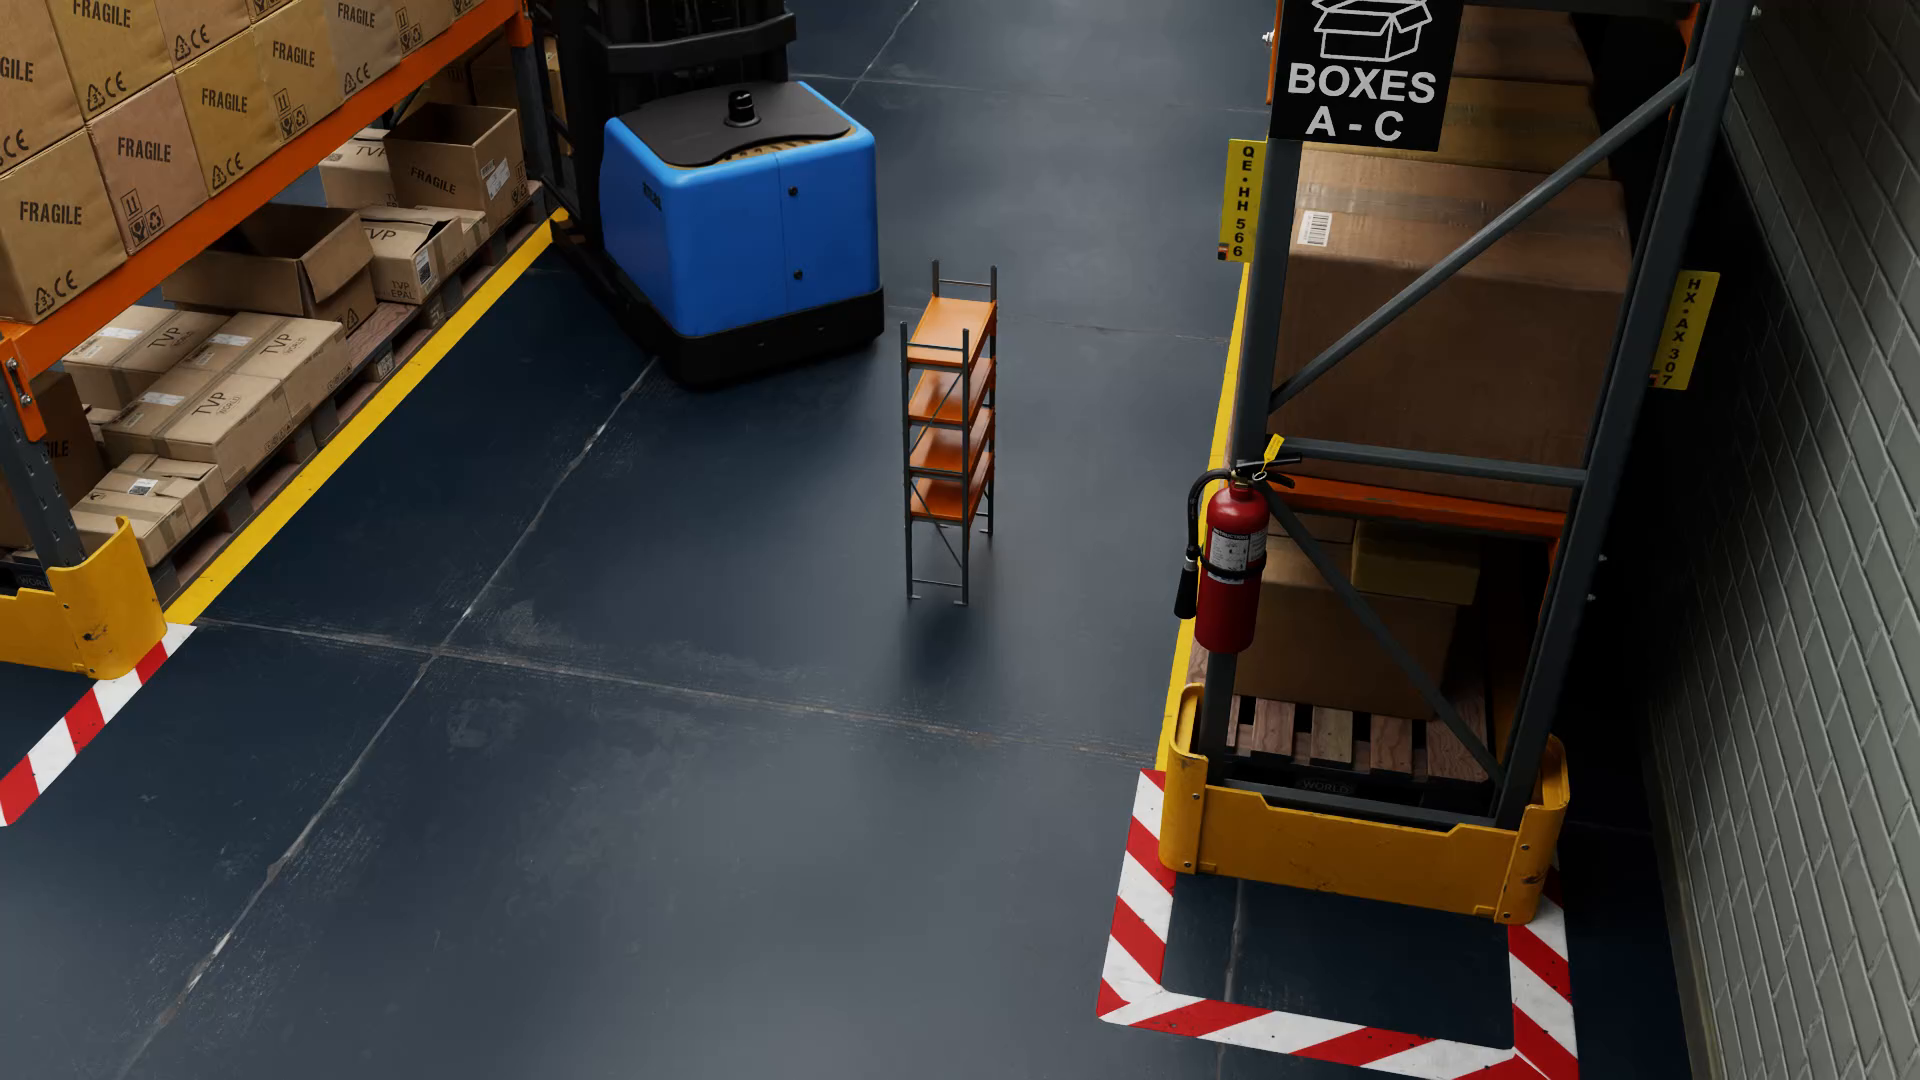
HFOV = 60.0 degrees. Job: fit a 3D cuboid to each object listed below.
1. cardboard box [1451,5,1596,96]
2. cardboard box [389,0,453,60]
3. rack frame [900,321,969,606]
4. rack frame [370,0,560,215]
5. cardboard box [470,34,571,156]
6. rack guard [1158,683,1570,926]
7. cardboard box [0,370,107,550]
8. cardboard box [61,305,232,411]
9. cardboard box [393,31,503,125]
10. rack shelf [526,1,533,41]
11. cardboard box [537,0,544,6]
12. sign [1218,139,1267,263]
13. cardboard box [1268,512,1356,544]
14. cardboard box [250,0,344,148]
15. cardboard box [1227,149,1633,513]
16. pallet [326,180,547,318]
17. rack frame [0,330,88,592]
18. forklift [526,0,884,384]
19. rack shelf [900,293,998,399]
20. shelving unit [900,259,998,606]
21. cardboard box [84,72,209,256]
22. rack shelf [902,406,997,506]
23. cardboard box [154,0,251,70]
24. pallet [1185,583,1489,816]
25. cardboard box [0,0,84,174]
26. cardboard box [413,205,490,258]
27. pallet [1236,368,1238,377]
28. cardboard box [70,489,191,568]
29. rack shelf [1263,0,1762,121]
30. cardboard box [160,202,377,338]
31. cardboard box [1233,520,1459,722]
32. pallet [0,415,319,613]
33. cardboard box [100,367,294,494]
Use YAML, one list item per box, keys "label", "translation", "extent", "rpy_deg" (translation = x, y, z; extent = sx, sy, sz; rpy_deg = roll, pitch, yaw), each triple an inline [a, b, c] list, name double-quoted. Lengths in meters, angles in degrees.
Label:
- label: "cardboard box"
  translation: [1.654, -1.476, 5.975]
  extent: [0.980, 0.700, 0.700]
  rpy_deg: [6, 36, 8]
- label: "cardboard box"
  translation: [-2.712, -2.544, 7.619]
  extent: [0.500, 0.500, 0.500]
  rpy_deg: [8, 37, 11]
- label: "rack frame"
  translation: [-0.087, -0.251, 6.074]
  extent: [0.240, 1.200, 0.015]
  rpy_deg: [7, 37, 10]
- label: "rack frame"
  translation: [-2.747, -3.118, 8.497]
  extent: [1.000, 3.000, 0.127]
  rpy_deg: [7, 37, 10]
- label: "cardboard box"
  translation: [-2.406, -2.531, 9.441]
  extent: [0.500, 0.500, 0.500]
  rpy_deg: [6, 36, 8]
- label: "rack guard"
  translation: [1.233, 0.820, 5.193]
  extent: [1.175, 0.500, 0.348]
  rpy_deg: [7, 37, 10]
- label: "cardboard box"
  translation: [-3.726, -0.334, 6.410]
  extent: [0.500, 0.500, 0.500]
  rpy_deg: [7, 37, 10]
- label: "cardboard box"
  translation: [-3.494, -0.773, 7.229]
  extent: [0.500, 0.250, 0.500]
  rpy_deg: [7, 37, 10]
- label: "cardboard box"
  translation: [-2.922, -2.603, 9.541]
  extent: [0.500, 0.500, 0.500]
  rpy_deg: [7, 37, 10]
- label: "rack shelf"
  translation: [-2.320, -3.974, 10.290]
  extent: [1.077, 0.370, 4.000]
  rpy_deg: [7, 37, 10]
- label: "cardboard box"
  translation: [-2.701, -3.173, 10.327]
  extent: [0.500, 0.500, 0.500]
  rpy_deg: [8, 37, 11]
- label: "sign"
  translation: [0.711, -0.847, 4.174]
  extent: [0.100, 0.325, 0.005]
  rpy_deg: [7, 37, 10]
- label: "cardboard box"
  translation: [1.140, -0.137, 5.603]
  extent: [0.380, 0.149, 0.250]
  rpy_deg: [7, 37, 9]
- label: "cardboard box"
  translation: [-2.926, -1.957, 6.809]
  extent: [0.500, 0.500, 0.500]
  rpy_deg: [8, 37, 11]
- label: "cardboard box"
  translation: [1.338, -0.621, 4.796]
  extent: [0.980, 0.700, 0.700]
  rpy_deg: [9, 37, 12]
- label: "pallet"
  translation: [-2.895, -1.596, 8.772]
  extent: [1.003, 0.211, 1.213]
  rpy_deg: [7, 37, 10]
- label: "rack frame"
  translation: [-3.602, -0.825, 5.332]
  extent: [1.000, 3.000, 0.127]
  rpy_deg: [7, 37, 10]
- label: "forklift"
  translation: [-1.525, -2.746, 8.042]
  extent: [1.130, 2.935, 3.031]
  rpy_deg: [-18, 40, -23]
- label: "rack shelf"
  translation: [-0.035, -0.709, 6.036]
  extent: [0.258, 0.148, 0.480]
  rpy_deg: [7, 37, 10]
- label: "shelving unit"
  translation: [-0.035, -0.391, 6.267]
  extent: [0.258, 1.200, 0.503]
  rpy_deg: [7, 37, 10]
- label: "cardboard box"
  translation: [-3.144, -1.383, 6.018]
  extent: [0.500, 0.500, 0.500]
  rpy_deg: [7, 37, 10]
- label: "rack shelf"
  translation: [-0.035, -0.336, 6.306]
  extent: [0.258, 0.148, 0.480]
  rpy_deg: [7, 37, 10]
- label: "cardboard box"
  translation: [-3.033, -2.079, 6.125]
  extent: [0.500, 0.500, 0.500]
  rpy_deg: [8, 37, 11]
- label: "pallet"
  translation: [1.333, 0.455, 5.943]
  extent: [1.003, 0.211, 1.213]
  rpy_deg: [7, 37, 10]
- label: "cardboard box"
  translation: [-3.249, -1.492, 5.315]
  extent: [0.500, 0.500, 0.500]
  rpy_deg: [8, 37, 11]
- label: "cardboard box"
  translation: [-2.613, -1.557, 8.397]
  extent: [0.380, 0.149, 0.250]
  rpy_deg: [7, 37, 10]
- label: "pallet"
  translation: [1.854, -0.944, 7.873]
  extent: [1.003, 0.211, 1.213]
  rpy_deg: [7, 37, 10]
- label: "cardboard box"
  translation: [-3.177, -0.046, 6.312]
  extent: [0.380, 0.149, 0.250]
  rpy_deg: [7, 37, 10]
- label: "rack shelf"
  translation: [1.666, -2.276, 5.392]
  extent: [1.077, 0.370, 4.000]
  rpy_deg: [7, 37, 10]
- label: "cardboard box"
  translation: [-3.144, -1.208, 7.613]
  extent: [0.797, 0.503, 0.637]
  rpy_deg: [7, 37, 10]
- label: "cardboard box"
  translation: [1.290, 0.222, 5.660]
  extent: [0.700, 0.500, 0.500]
  rpy_deg: [7, 37, 10]
- label: "pallet"
  translation: [-3.416, -0.197, 6.842]
  extent: [1.003, 0.211, 1.213]
  rpy_deg: [7, 37, 10]
- label: "cardboard box"
  translation: [-3.102, -0.453, 6.787]
  extent: [0.500, 0.250, 0.500]
  rpy_deg: [7, 37, 10]
